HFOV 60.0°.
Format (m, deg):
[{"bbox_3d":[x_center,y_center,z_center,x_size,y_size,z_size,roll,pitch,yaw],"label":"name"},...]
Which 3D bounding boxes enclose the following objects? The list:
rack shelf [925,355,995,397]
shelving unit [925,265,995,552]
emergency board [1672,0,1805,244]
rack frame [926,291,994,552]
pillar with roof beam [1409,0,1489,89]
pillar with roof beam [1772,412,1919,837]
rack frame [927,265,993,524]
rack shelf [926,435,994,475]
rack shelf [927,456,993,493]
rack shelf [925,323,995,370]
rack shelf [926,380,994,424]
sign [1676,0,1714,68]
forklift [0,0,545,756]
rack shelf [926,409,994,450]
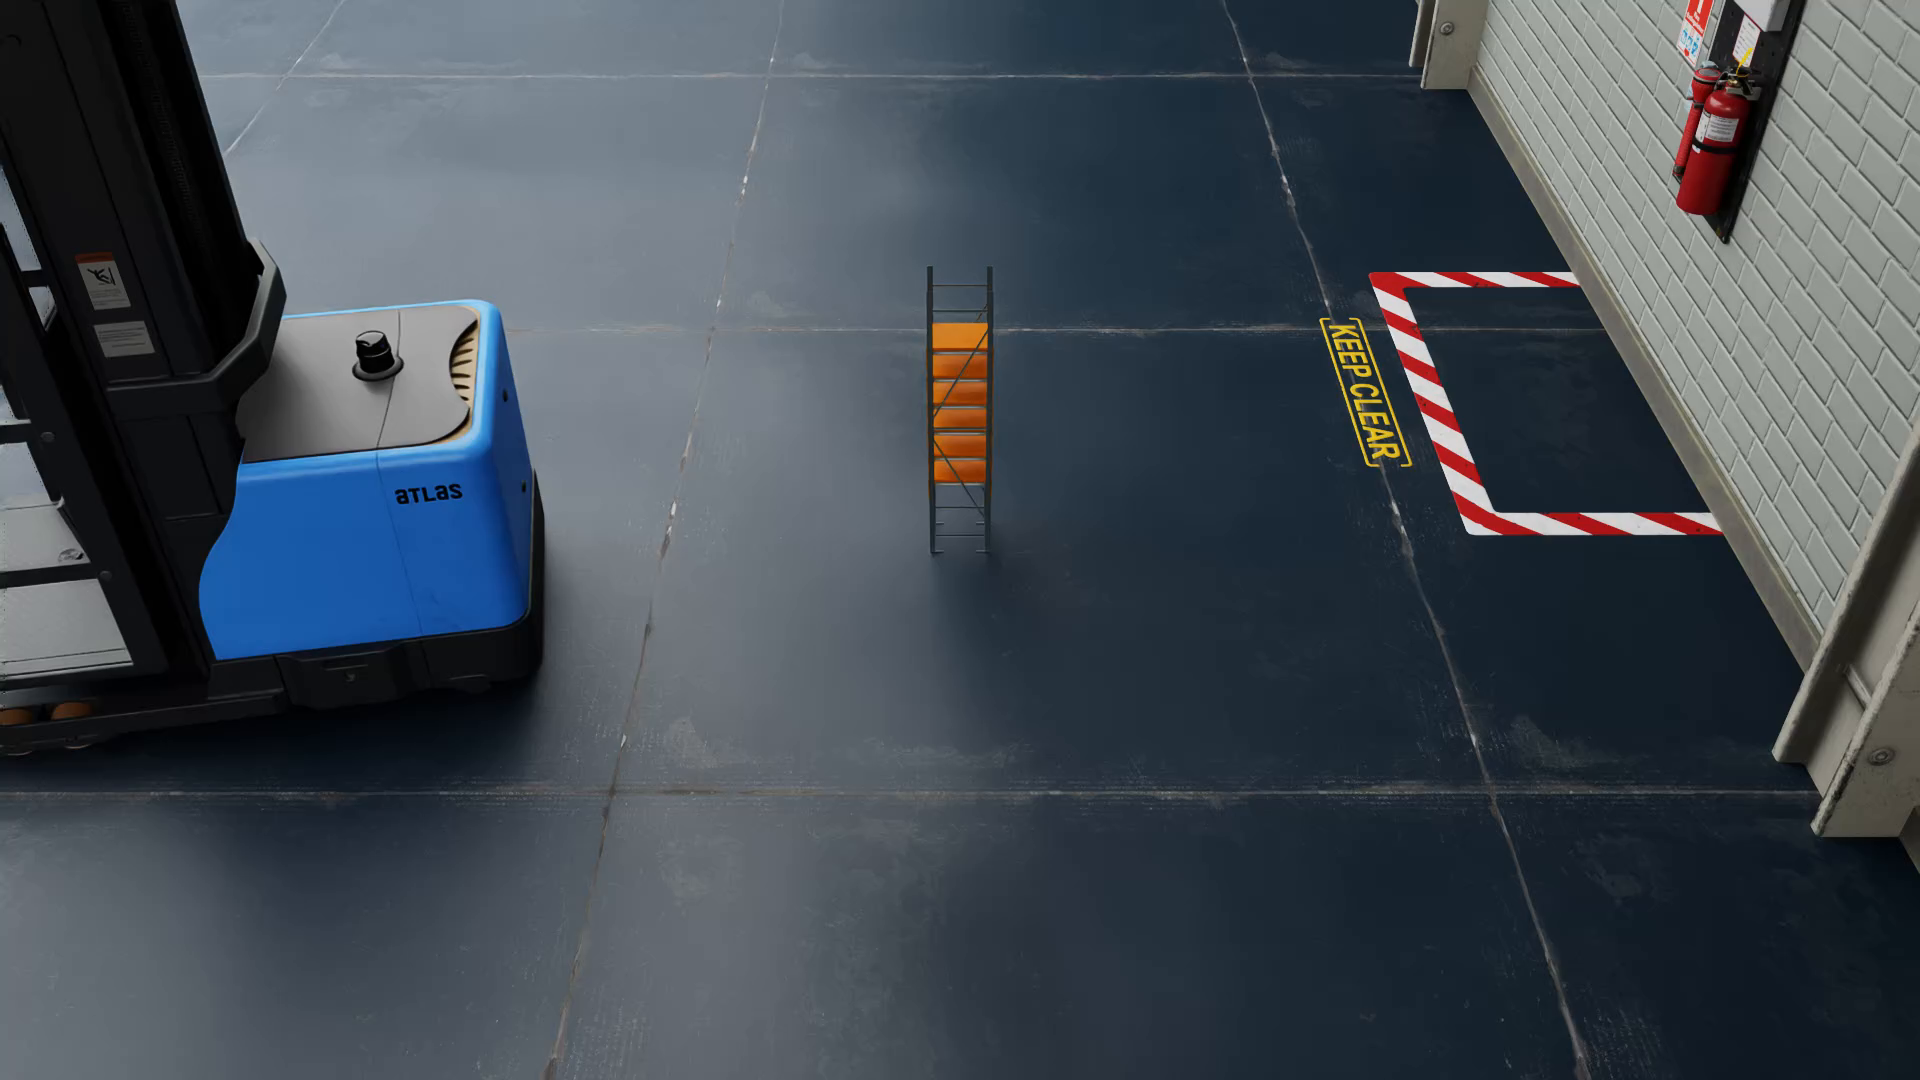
[{"bbox_3d":[0.000,-0.630,6.264,0.258,0.103,0.180,0,39,0],"label":"rack shelf"},{"bbox_3d":[0.000,-0.477,6.386,0.258,1.200,0.189,0,39,0],"label":"shelving unit"},{"bbox_3d":[3.034,-1.855,6.667,0.194,1.169,0.643,0,39,0],"label":"emergency board"},{"bbox_3d":[0.000,-0.420,6.315,0.240,1.200,0.006,0,39,0],"label":"rack frame"},{"bbox_3d":[-1.314,-6.400,7.540,9.100,9.000,0.400,0,39,0],"label":"pillar with roof beam"},{"bbox_3d":[-1.307,-2.648,2.858,9.100,9.000,0.400,0,39,0],"label":"pillar with roof beam"},{"bbox_3d":[0.000,-0.534,6.457,0.240,1.200,0.006,0,39,0],"label":"rack frame"},{"bbox_3d":[0.000,-0.349,6.489,0.258,0.103,0.180,0,39,0],"label":"rack shelf"},{"bbox_3d":[0.000,-0.255,6.564,0.258,0.103,0.180,0,39,0],"label":"rack shelf"},{"bbox_3d":[0.000,-0.724,6.189,0.258,0.103,0.180,0,39,0],"label":"rack shelf"},{"bbox_3d":[0.000,-0.536,6.339,0.258,0.103,0.180,0,39,0],"label":"rack shelf"},{"bbox_3d":[3.136,-2.215,7.087,0.001,0.329,0.234,0,39,0],"label":"sign"},{"bbox_3d":[-3.100,-0.749,5.341,3.031,2.935,1.130,-6,39,-8],"label":"forklift"},{"bbox_3d":[0.000,-0.443,6.414,0.258,0.103,0.180,0,39,0],"label":"rack shelf"}]
